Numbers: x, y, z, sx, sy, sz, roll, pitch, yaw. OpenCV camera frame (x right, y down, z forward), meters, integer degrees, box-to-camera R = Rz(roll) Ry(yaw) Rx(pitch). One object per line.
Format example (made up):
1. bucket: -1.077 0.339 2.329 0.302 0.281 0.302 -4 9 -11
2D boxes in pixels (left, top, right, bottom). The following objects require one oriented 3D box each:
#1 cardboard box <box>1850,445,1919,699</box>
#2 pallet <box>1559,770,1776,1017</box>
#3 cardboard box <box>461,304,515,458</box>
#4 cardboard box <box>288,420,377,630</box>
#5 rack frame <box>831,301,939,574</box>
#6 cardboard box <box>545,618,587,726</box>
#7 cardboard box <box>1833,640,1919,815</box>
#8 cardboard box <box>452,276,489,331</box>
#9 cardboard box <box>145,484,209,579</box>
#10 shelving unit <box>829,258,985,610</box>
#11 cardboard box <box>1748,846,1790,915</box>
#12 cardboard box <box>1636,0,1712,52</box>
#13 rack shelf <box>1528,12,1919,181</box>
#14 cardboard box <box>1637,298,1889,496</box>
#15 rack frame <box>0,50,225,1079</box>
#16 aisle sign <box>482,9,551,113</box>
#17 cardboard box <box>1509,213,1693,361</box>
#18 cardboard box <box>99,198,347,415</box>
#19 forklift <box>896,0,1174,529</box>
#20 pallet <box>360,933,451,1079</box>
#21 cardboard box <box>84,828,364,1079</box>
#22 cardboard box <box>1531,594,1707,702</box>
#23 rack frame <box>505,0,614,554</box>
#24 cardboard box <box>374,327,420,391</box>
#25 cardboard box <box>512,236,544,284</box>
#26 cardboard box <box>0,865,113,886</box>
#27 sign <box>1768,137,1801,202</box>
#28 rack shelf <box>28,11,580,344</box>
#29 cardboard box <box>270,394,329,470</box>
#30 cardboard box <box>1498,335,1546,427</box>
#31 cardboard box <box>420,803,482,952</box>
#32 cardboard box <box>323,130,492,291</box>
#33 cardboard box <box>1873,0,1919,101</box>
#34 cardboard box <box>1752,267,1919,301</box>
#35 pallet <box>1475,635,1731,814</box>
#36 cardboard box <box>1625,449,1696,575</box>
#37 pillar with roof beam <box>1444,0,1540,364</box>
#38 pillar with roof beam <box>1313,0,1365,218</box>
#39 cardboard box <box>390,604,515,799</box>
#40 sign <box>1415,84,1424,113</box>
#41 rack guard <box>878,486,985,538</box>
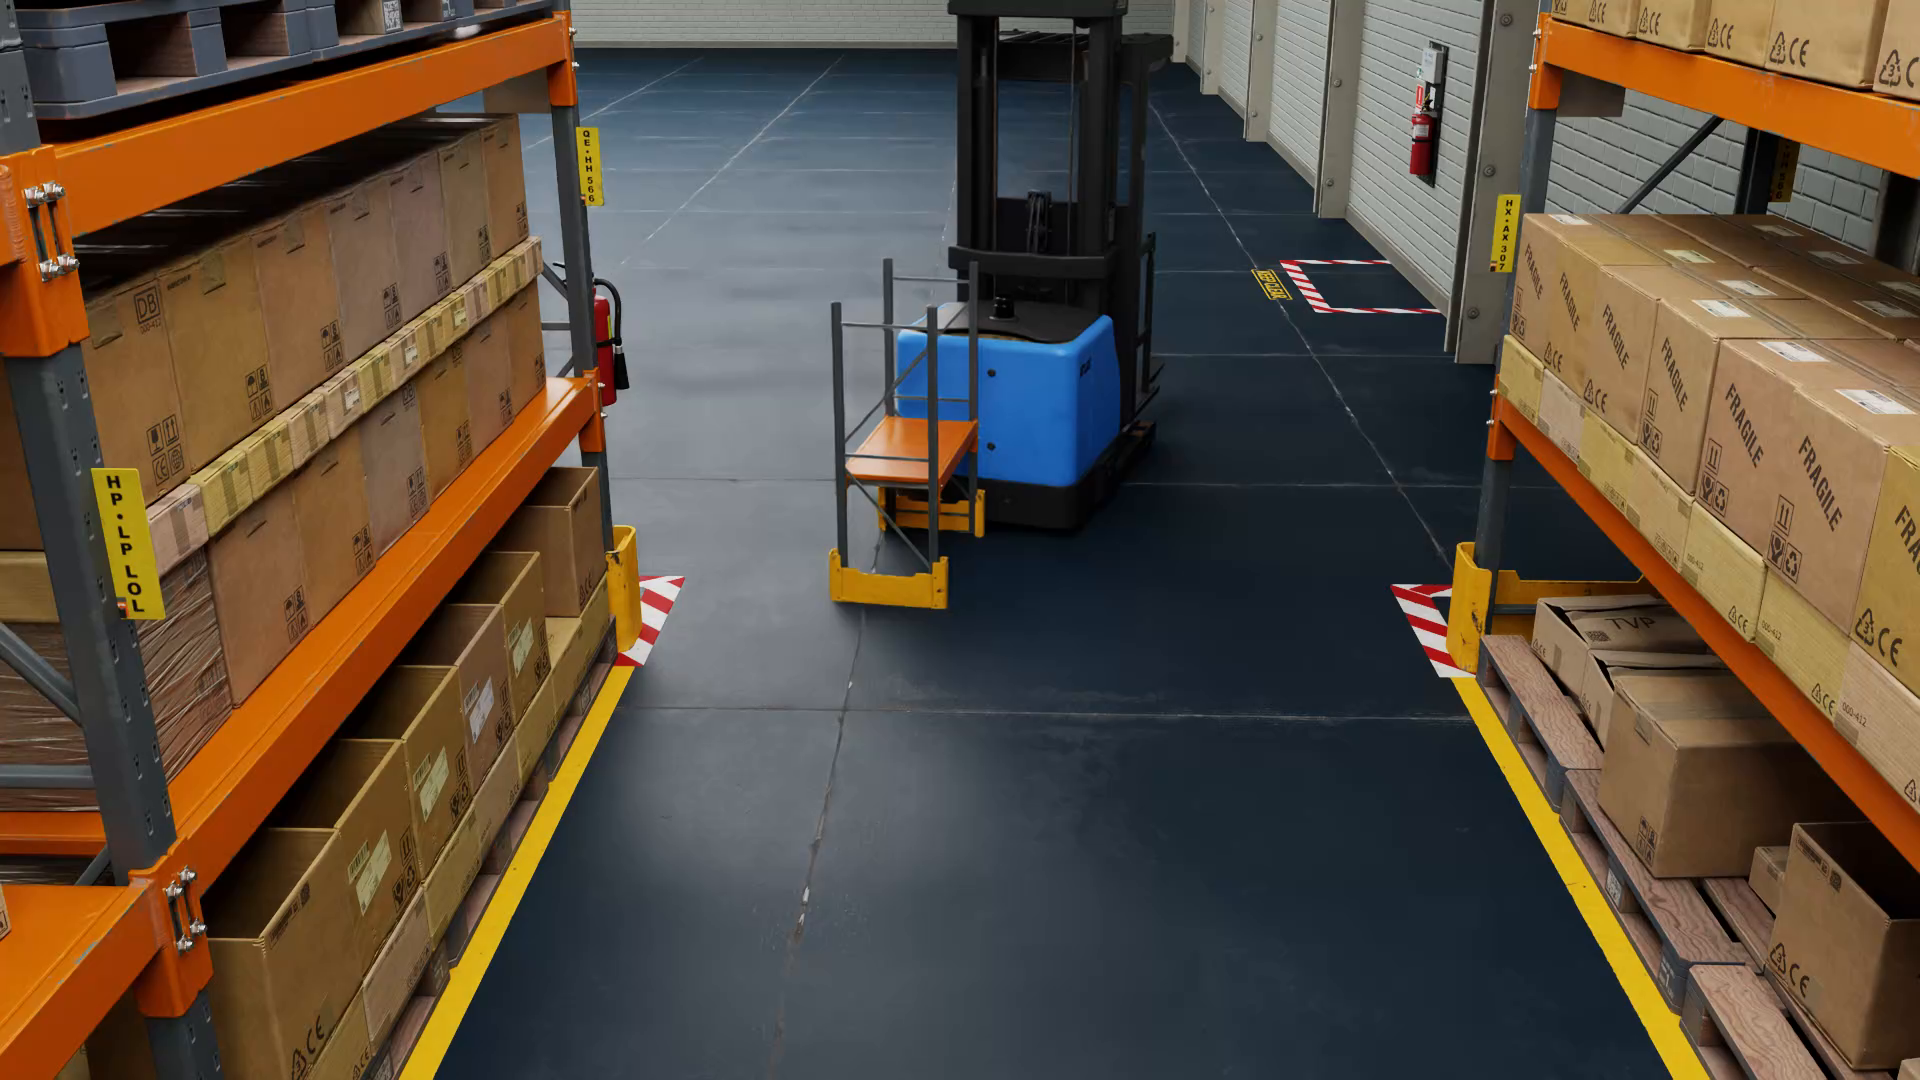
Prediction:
1. cardboard box: 2.430 0.101 3.766 0.500 0.500 0.500 1 21 1
2. pallet: 2.744 1.179 5.700 1.003 0.211 1.213 1 21 2
3. cardboard box: -2.144 -0.623 6.351 0.700 0.500 0.500 1 21 3
4. cardboard box: -2.191 -0.068 4.920 0.700 0.500 0.500 1 21 2
5. rack frame: -0.352 -0.390 7.961 0.500 1.500 0.032 4 22 11
6. cardboard box: -1.830 0.529 6.740 0.500 0.250 0.500 1 21 2
7. cardboard box: 2.436 0.450 3.902 0.500 0.250 0.500 1 21 2
8. cardboard box: -1.951 -0.866 6.080 0.380 0.149 0.250 1 21 2
9. cardboard box: -2.018 -0.024 3.909 0.380 0.149 0.250 1 21 2
10. shelving unit: -0.254 -0.567 8.417 0.587 1.500 1.083 4 22 11
11. cardboard box: 2.793 1.110 5.355 0.380 0.149 0.250 -1 21 -3
12. cardboard box: 2.522 -1.837 5.304 0.500 0.500 0.500 2 21 4
13. rack shelf: 2.785 -1.222 4.880 1.077 0.370 4.000 1 21 2
14. cardboard box: 2.480 -0.450 5.185 0.500 0.500 0.500 1 21 3
15. rack frame: -2.227 0.511 3.566 1.000 3.000 0.127 1 21 2
16. aisle sign: -1.810 -2.168 6.876 0.394 0.787 0.004 1 21 2
17. cardboard box: 2.531 -1.002 6.608 0.500 0.500 0.500 1 21 2
18. cardboard box: -2.190 -0.665 4.664 0.700 0.500 0.500 1 21 2
19. forklift: 0.607 -1.927 9.943 1.130 2.935 3.031 7 22 18
20. pallet: -2.161 1.524 4.810 1.003 0.211 1.213 1 21 2
21. cardboard box: -1.900 1.083 4.275 0.500 0.500 0.500 1 21 2
22. cardboard box: 2.735 0.415 6.921 0.500 0.311 0.500 -2 21 -4
23. rack frame: -2.106 -0.935 7.293 1.000 3.000 0.127 1 21 2
24. cardboard box: -1.972 -0.583 5.351 0.380 0.149 0.250 0 21 1
25. cardboard box: -1.927 -1.144 6.796 0.380 0.149 0.250 0 21 1
26. cardboard box: -2.405 0.897 4.755 0.500 0.500 0.500 1 21 2
27. sign: 3.400 -1.556 6.855 0.100 0.325 0.005 1 21 2
28. rack shelf: -2.166 -1.275 5.017 1.077 0.370 4.000 1 21 2
29. cardboard box: -1.996 -0.303 4.627 0.380 0.149 0.250 0 21 0
30. cardboard box: 2.514 -0.649 6.734 0.500 0.250 0.500 0 21 0
31. cardboard box: -1.869 1.071 5.342 0.500 0.250 0.500 1 21 2
32. cardboard box: -2.145 -1.209 6.066 0.700 0.500 0.500 0 21 0
33. cardboard box: 2.521 -1.258 3.813 0.500 0.500 0.500 -1 21 -3
34. cardboard box: 3.008 -0.630 5.648 0.500 0.500 0.500 0 21 0
35. pallet: 2.784 0.739 6.834 1.003 0.211 1.213 1 21 2
36. cardboard box: 2.473 -0.094 5.304 0.500 0.250 0.500 1 21 2
37. pillar with roof beam: -0.431 -5.633 11.107 9.100 9.000 0.400 1 21 2
38. pillar with roof beam: -0.249 -7.803 16.698 9.100 9.000 0.400 1 21 2
39. cardboard box: -1.857 0.541 5.672 0.500 0.500 0.500 1 21 2
40. sign: 4.105 -3.898 14.878 0.001 0.329 0.234 1 21 2
41. rack guard: -0.156 -0.161 9.098 0.587 0.250 0.087 4 22 11
